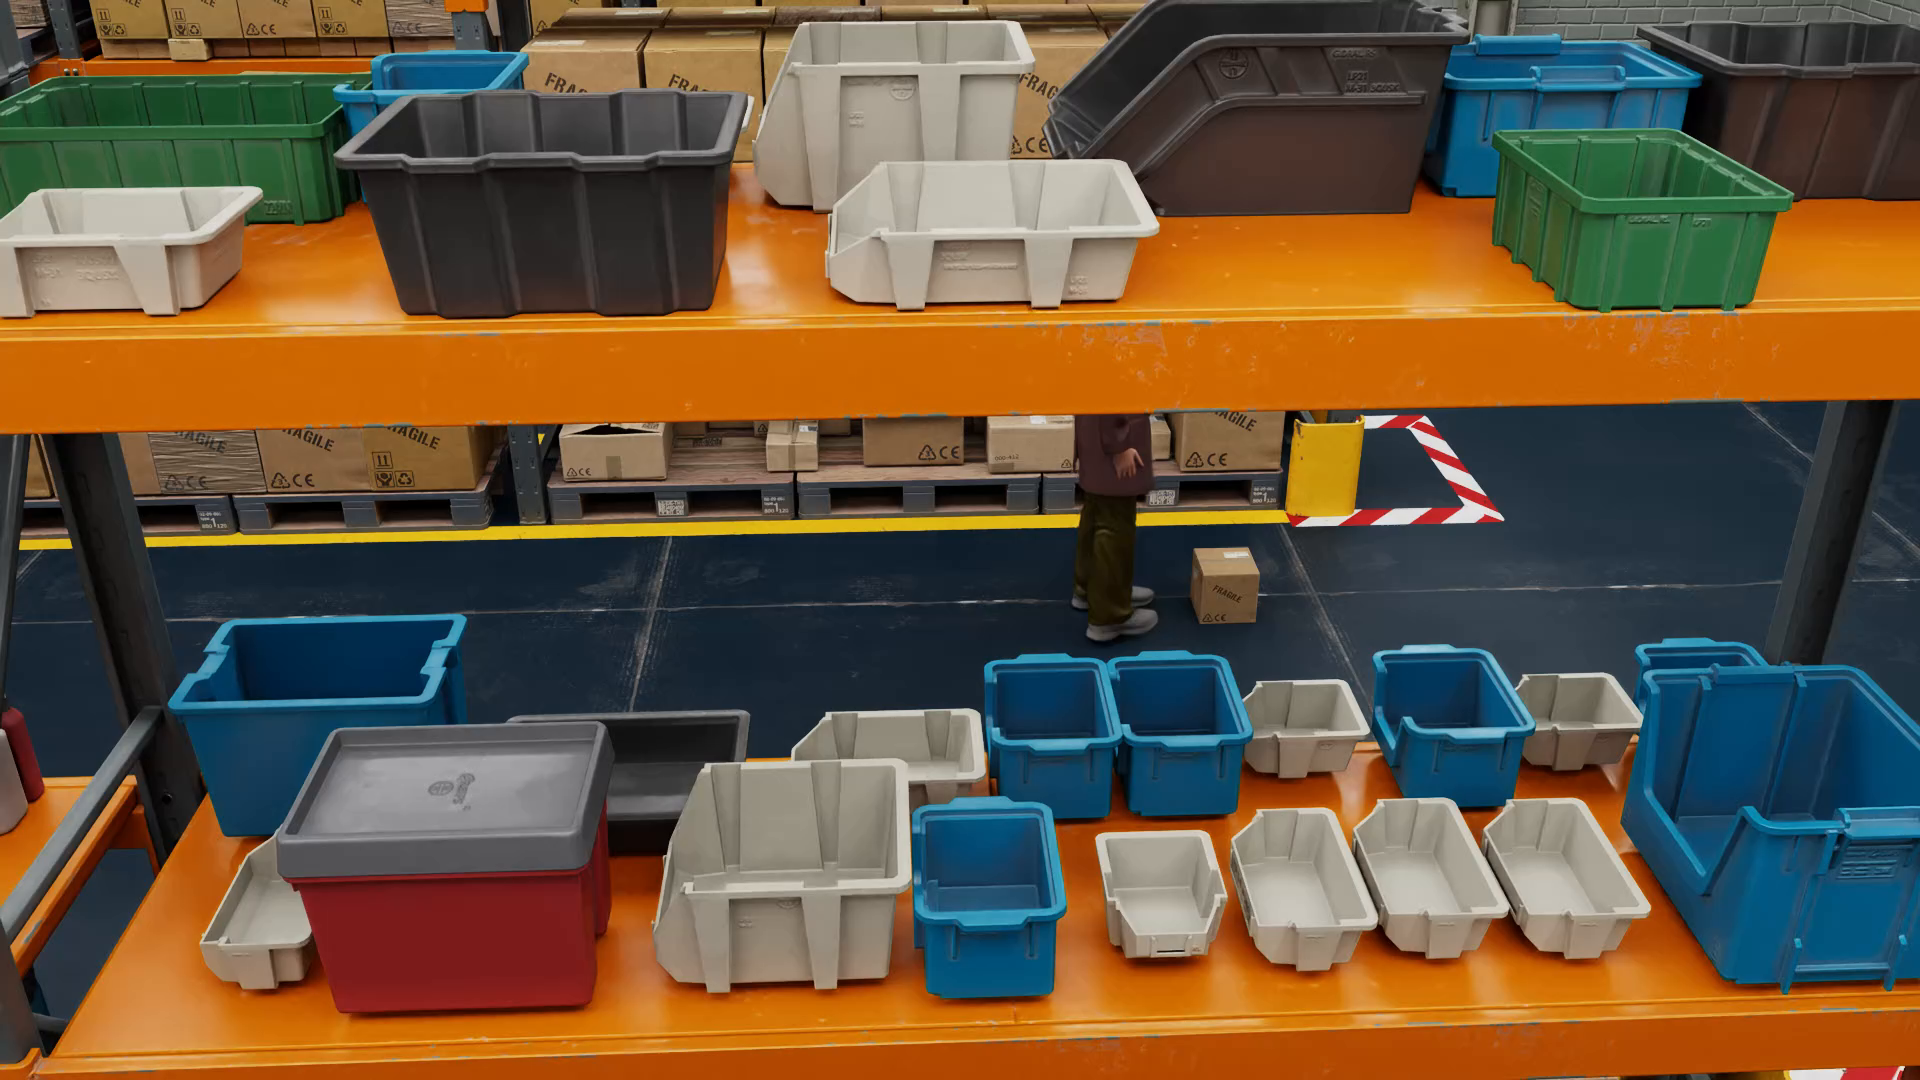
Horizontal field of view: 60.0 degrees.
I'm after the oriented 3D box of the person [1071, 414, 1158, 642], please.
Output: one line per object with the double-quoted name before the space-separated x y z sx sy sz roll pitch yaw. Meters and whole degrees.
"person" 0.686 -0.471 7.044 0.383 1.790 0.599 -1 27 -2
